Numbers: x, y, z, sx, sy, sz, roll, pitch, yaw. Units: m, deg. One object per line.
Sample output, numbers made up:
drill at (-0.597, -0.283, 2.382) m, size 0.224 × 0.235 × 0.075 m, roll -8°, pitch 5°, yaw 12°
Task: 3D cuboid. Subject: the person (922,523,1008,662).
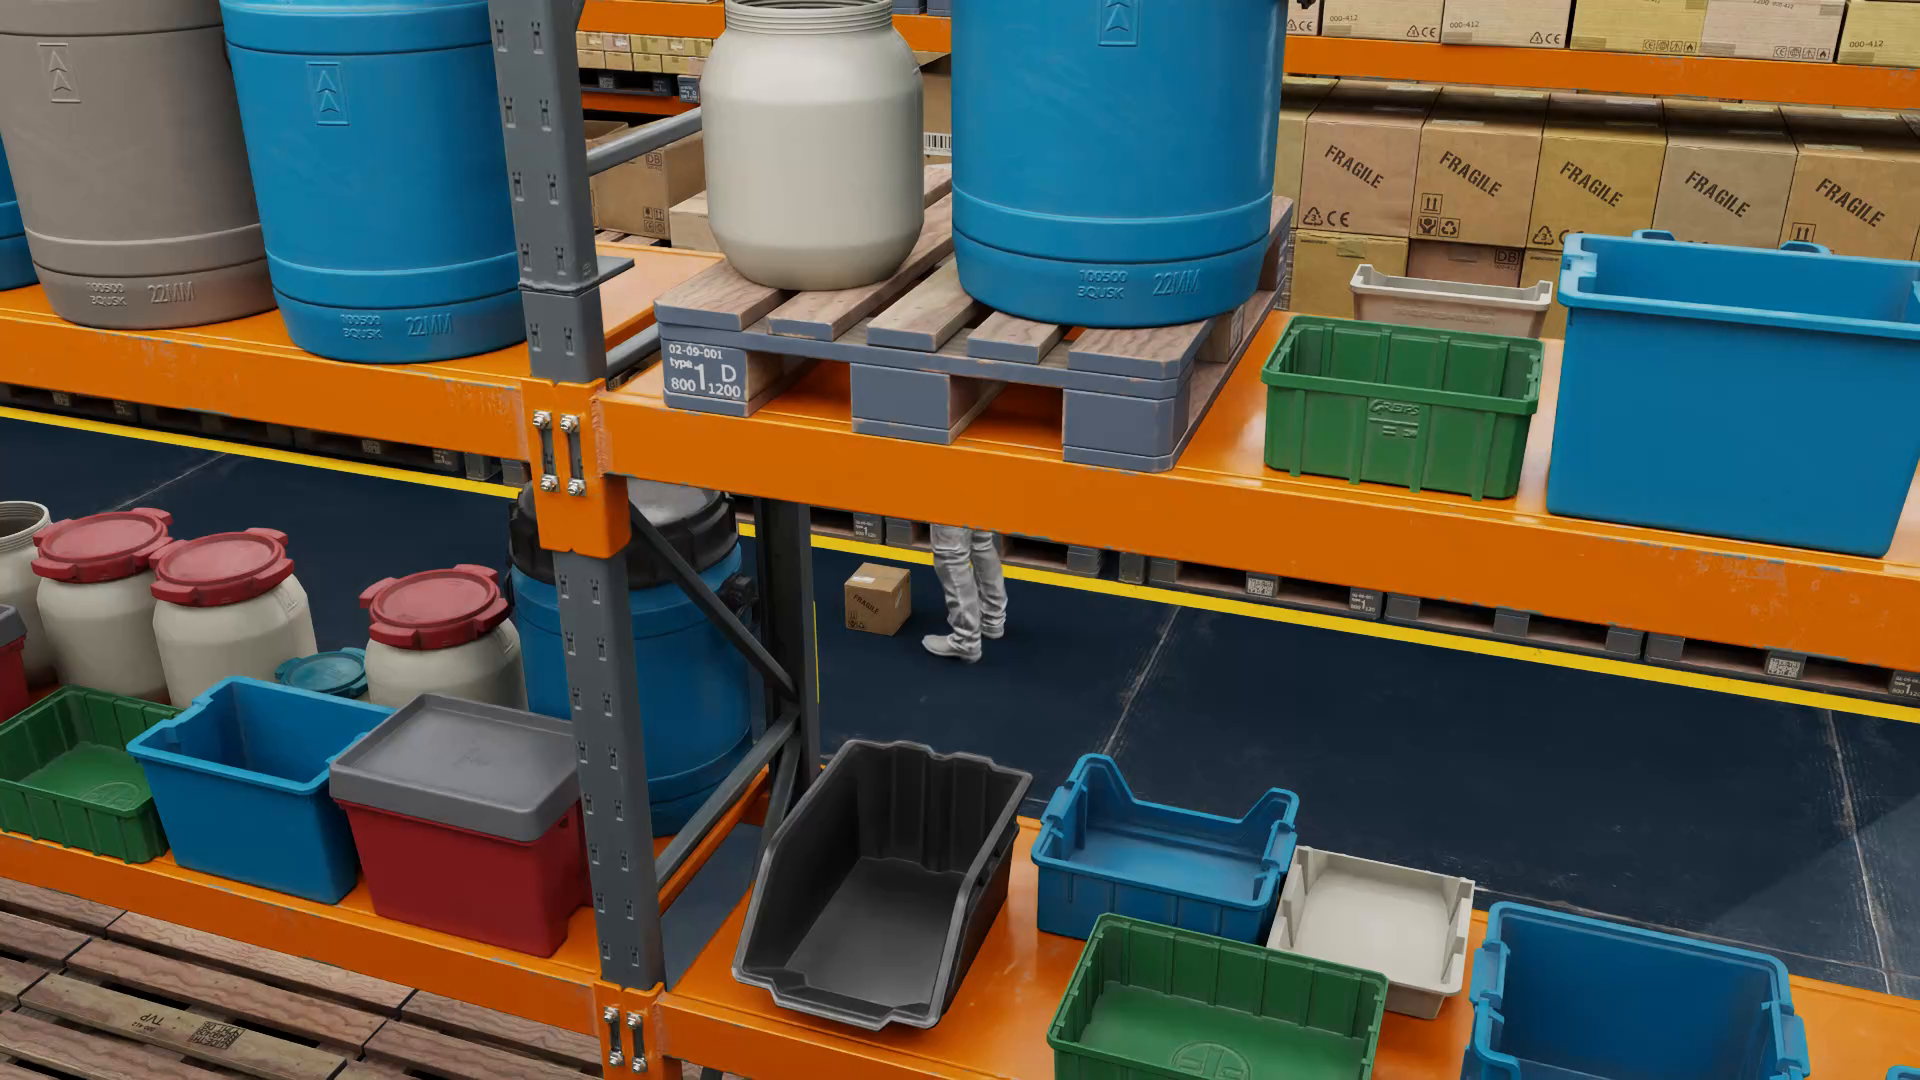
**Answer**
person at (0.027, -0.293, 7.708) m, size 0.359 × 1.776 × 0.548 m, roll 13°, pitch 28°, yaw 25°
